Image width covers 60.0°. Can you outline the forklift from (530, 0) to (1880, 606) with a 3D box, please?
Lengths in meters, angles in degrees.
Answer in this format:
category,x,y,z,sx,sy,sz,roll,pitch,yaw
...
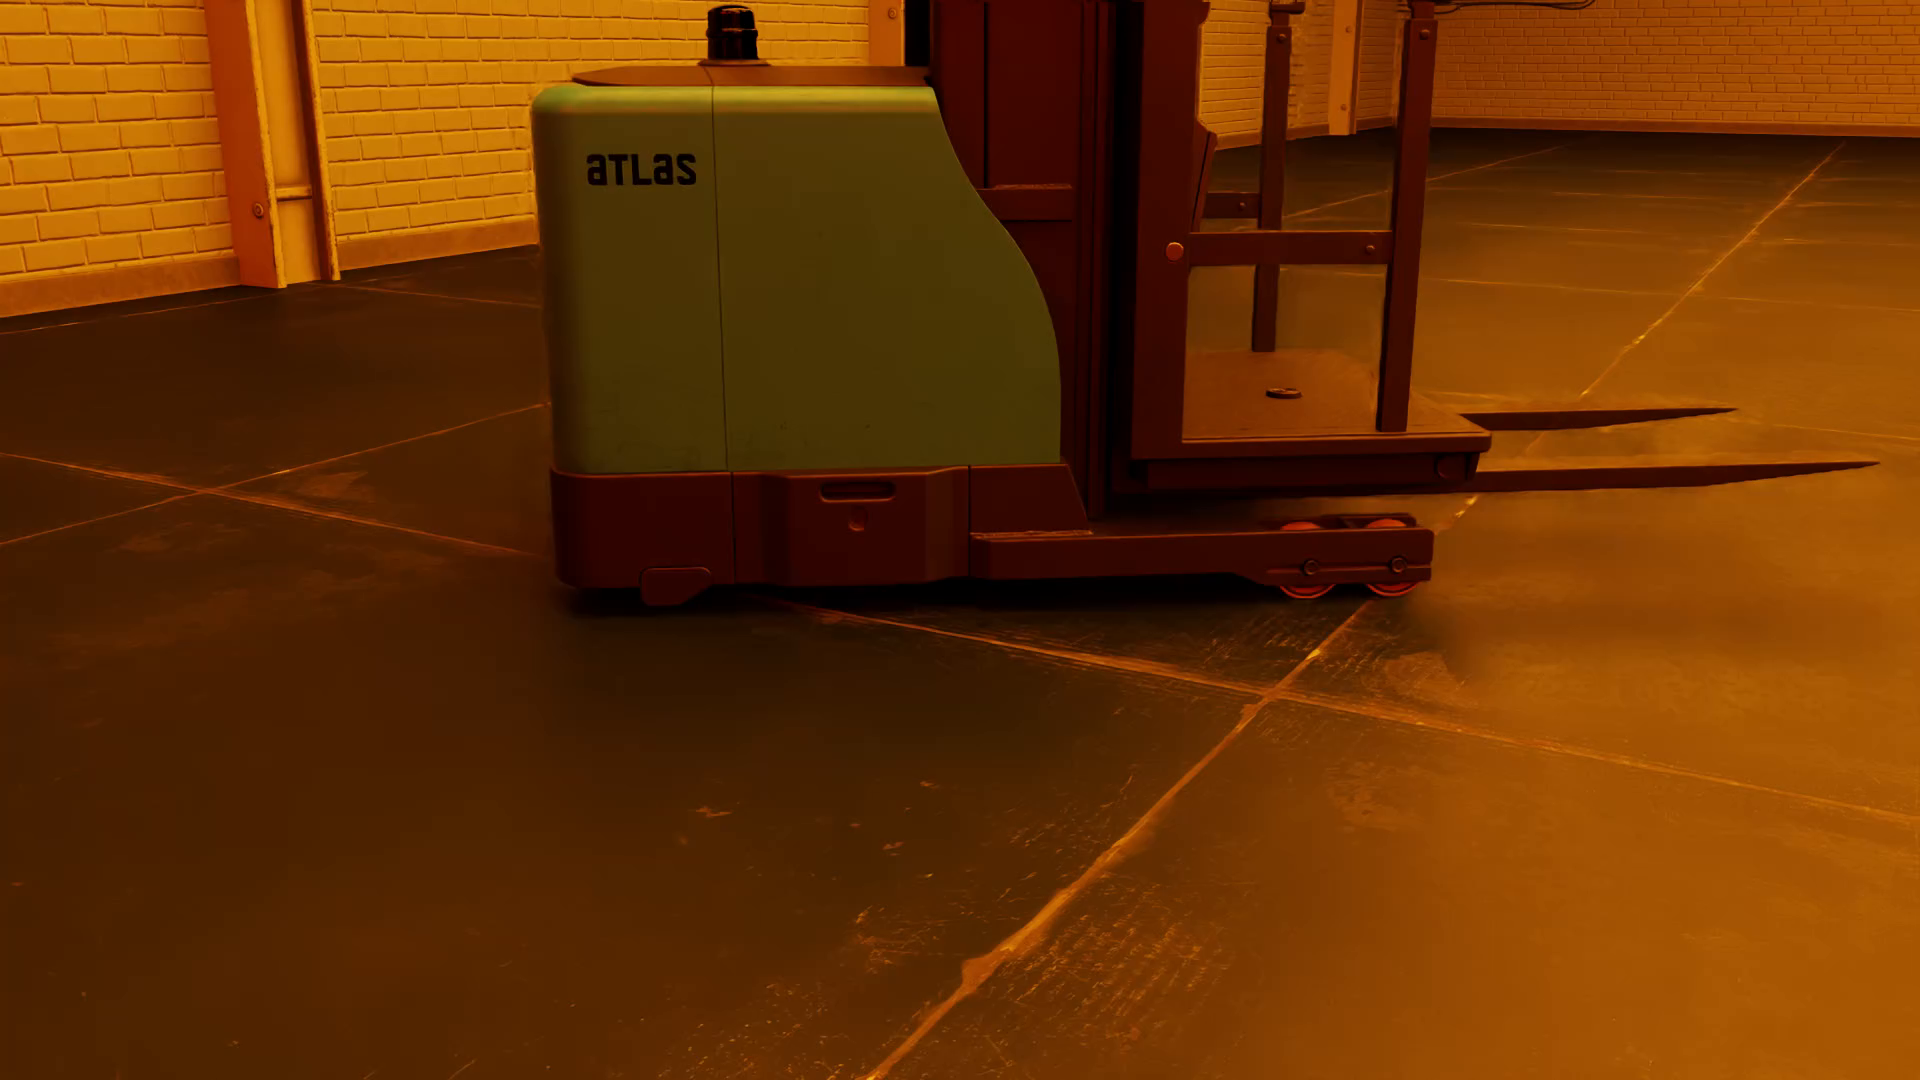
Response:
category,x,y,z,sx,sy,sz,roll,pitch,yaw
forklift,0.607,-1.425,3.690,3.031,2.935,1.130,-2,16,-6
